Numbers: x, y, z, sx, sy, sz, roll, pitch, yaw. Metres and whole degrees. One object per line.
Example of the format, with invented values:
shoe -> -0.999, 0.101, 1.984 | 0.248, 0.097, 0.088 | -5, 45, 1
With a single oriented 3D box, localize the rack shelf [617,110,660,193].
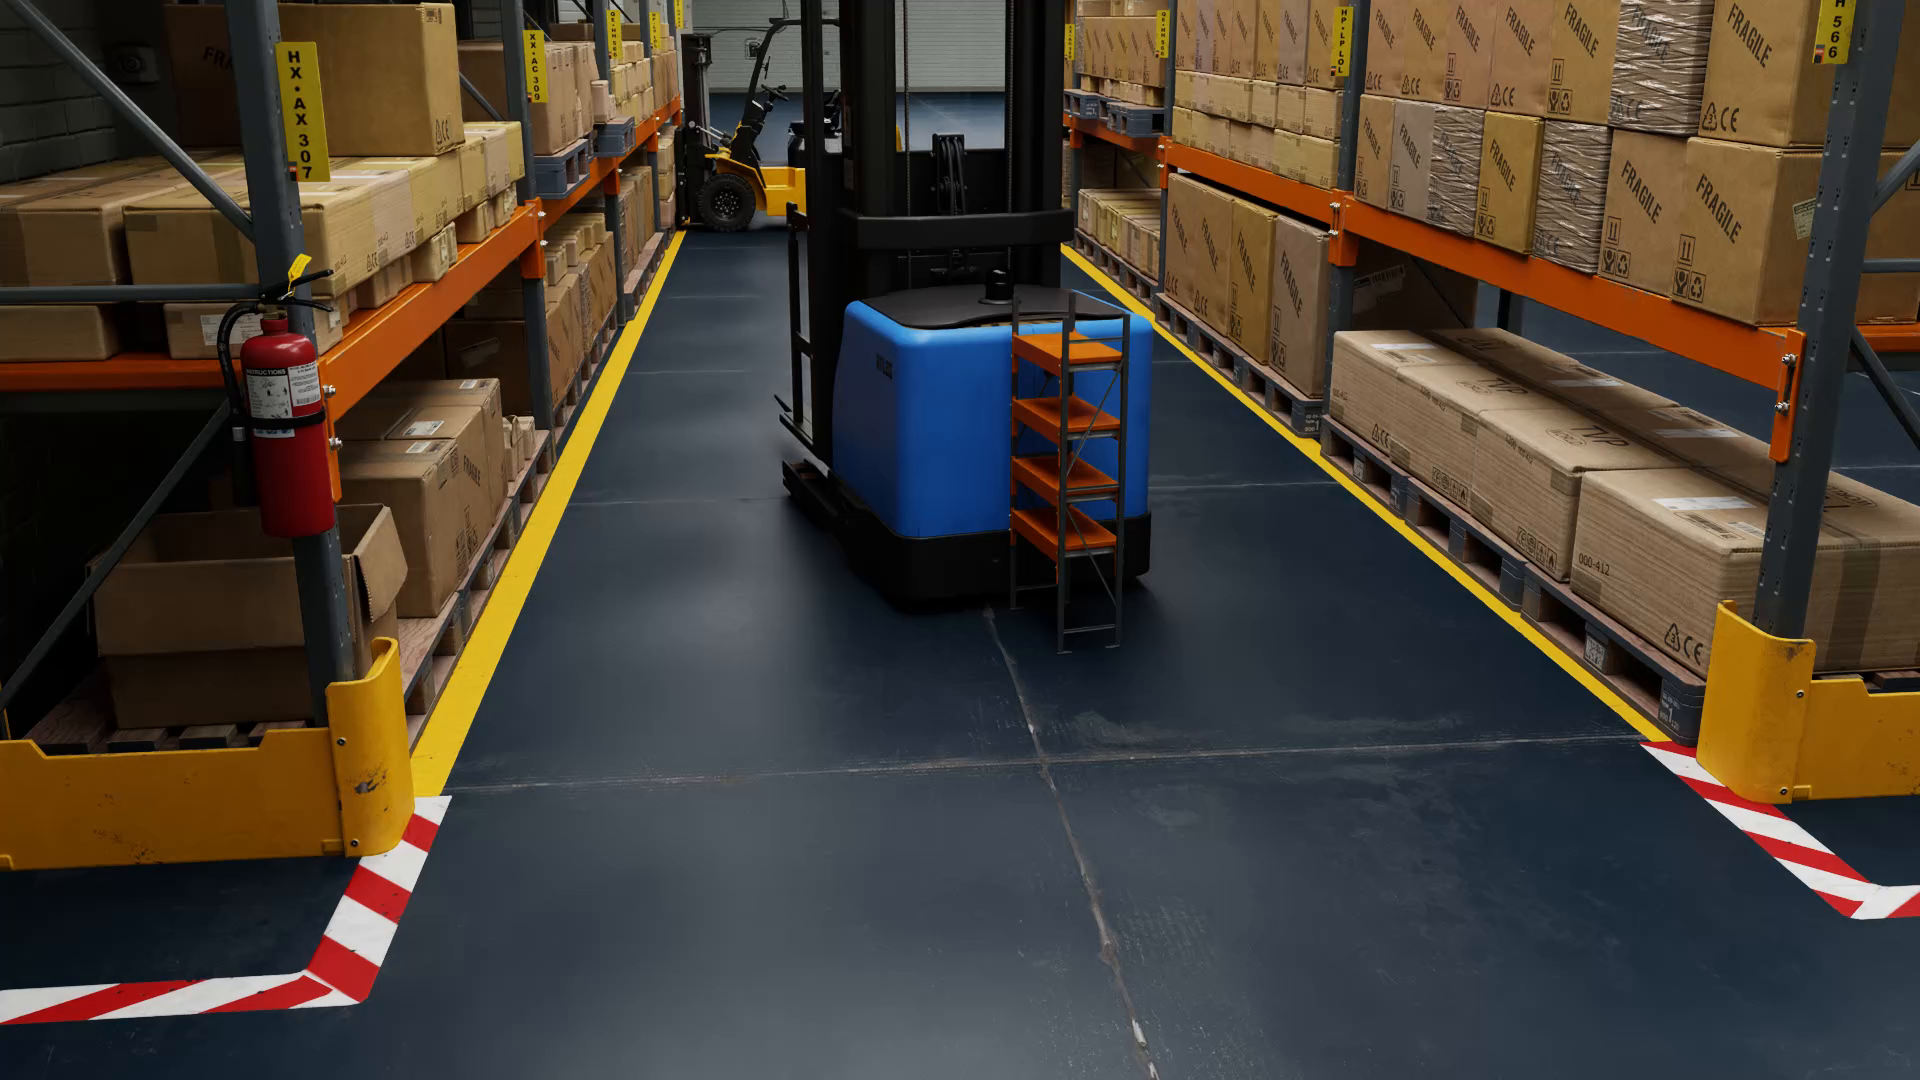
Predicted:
rack shelf -> -3.148, -3.230, 13.658 | 1.077, 0.370, 4.000 | -2, 18, -6

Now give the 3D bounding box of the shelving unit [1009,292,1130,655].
shelving unit -> 0.380, -0.247, 5.962 | 0.258, 1.200, 0.503 | -6, 18, -17

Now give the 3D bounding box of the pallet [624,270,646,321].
pallet -> -2.988, -1.893, 12.855 | 1.003, 0.211, 1.213 | -2, 18, -6

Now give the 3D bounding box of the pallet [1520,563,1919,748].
pallet -> 2.660, 0.347, 5.721 | 1.003, 0.211, 1.213 | -2, 18, -6

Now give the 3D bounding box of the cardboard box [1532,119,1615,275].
cardboard box -> 2.407, -1.234, 5.933 | 0.500, 0.500, 0.500 | -1, 17, -4

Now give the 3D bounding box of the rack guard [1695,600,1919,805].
rack guard -> 2.822, 0.452, 4.903 | 1.175, 0.500, 0.348 | -2, 18, -6

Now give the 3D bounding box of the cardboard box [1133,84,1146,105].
cardboard box -> 1.557, -3.454, 12.888 | 0.380, 0.149, 0.250 | -2, 18, -6

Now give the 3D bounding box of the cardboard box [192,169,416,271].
cardboard box -> -1.948, -0.958, 4.973 | 0.500, 0.250, 0.500 | -2, 17, -5

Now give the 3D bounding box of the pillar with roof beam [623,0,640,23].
pillar with roof beam -> -1.548, -11.696, 29.407 | 9.100, 9.000, 0.400 | -2, 18, -6

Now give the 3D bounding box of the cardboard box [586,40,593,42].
cardboard box -> -3.643, -4.614, 15.616 | 0.380, 0.149, 0.250 | -2, 18, -6

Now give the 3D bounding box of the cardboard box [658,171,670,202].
cardboard box -> -3.097, -3.449, 16.211 | 0.500, 0.250, 0.500 | -2, 18, -6

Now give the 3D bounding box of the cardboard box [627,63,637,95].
cardboard box -> -2.909, -3.741, 13.501 | 0.500, 0.250, 0.500 | -2, 17, -5

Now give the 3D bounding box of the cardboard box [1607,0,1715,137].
cardboard box -> 2.450, -1.564, 5.314 | 0.500, 0.500, 0.500 | -2, 18, -5

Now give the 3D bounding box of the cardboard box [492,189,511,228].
cardboard box -> -2.146, -1.425, 7.126 | 0.380, 0.149, 0.250 | -1, 17, -4

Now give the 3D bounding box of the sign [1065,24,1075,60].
sign -> 1.043, -4.717, 15.749 | 0.100, 0.325, 0.005 | -2, 18, -6

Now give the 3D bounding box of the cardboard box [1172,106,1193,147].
cardboard box -> 1.795, -2.906, 11.677 | 0.500, 0.250, 0.500 | -2, 18, -7

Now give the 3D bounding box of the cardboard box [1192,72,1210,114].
cardboard box -> 1.854, -2.986, 11.096 | 0.500, 0.250, 0.500 | -1, 17, -4

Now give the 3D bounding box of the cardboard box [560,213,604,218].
cardboard box -> -2.639, -2.155, 11.422 | 0.380, 0.149, 0.250 | -3, 18, -8

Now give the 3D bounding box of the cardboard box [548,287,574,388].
cardboard box -> -2.420, -1.102, 9.153 | 0.500, 0.500, 0.500 | -2, 18, -6

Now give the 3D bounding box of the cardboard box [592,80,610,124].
cardboard box -> -2.511, -2.801, 10.642 | 0.500, 0.250, 0.500 | -3, 18, -8

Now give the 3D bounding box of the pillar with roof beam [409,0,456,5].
pillar with roof beam -> 0.309, -6.333, 12.325 | 9.100, 9.000, 0.400 | -2, 18, -6

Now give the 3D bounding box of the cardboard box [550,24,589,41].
cardboard box -> -3.688, -4.754, 15.564 | 0.380, 0.149, 0.250 | -2, 18, -6

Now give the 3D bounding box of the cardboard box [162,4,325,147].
cardboard box -> -2.641, -1.762, 6.282 | 0.500, 0.500, 0.500 | -2, 18, -7

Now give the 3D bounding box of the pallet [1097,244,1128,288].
pallet -> 1.793, -2.397, 14.458 | 1.003, 0.211, 1.213 | -2, 18, -6

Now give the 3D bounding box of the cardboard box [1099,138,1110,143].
cardboard box -> 1.723, -3.913, 17.270 | 0.500, 0.500, 0.500 | -1, 17, -3

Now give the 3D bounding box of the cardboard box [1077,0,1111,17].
cardboard box -> 1.279, -4.872, 15.239 | 0.380, 0.149, 0.250 | -2, 18, -6

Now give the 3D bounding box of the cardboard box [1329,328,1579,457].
cardboard box -> 2.365, -0.727, 8.062 | 0.875, 0.438, 0.875 | -2, 18, -6

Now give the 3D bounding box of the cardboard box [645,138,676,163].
cardboard box -> -3.198, -3.989, 17.094 | 0.500, 0.250, 0.500 | -1, 17, -4

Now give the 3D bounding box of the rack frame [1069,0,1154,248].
rack frame -> 1.582, -4.323, 15.940 | 1.000, 3.000, 0.127 | -2, 18, -6

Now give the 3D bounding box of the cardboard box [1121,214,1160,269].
cardboard box -> 1.862, -2.466, 13.711 | 0.950, 0.372, 0.625 | -2, 18, -7

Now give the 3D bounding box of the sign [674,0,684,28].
sign -> -3.226, -6.039, 19.075 | 0.100, 0.325, 0.005 | -2, 18, -6

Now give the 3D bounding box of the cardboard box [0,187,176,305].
cardboard box -> -2.428, -0.793, 4.448 | 0.500, 0.250, 0.500 | -1, 17, -4

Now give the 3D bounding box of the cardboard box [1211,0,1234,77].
cardboard box -> 1.901, -3.200, 10.525 | 0.500, 0.500, 0.500 | -1, 17, -4

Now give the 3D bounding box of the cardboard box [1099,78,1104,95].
cardboard box -> 1.432, -3.995, 14.611 | 0.380, 0.149, 0.250 | -2, 17, -5

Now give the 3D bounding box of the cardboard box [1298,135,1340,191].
cardboard box -> 2.110, -1.994, 8.771 | 0.500, 0.250, 0.500 | -2, 18, -7

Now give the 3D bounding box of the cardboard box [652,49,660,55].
cardboard box -> -3.160, -4.859, 16.396 | 0.380, 0.149, 0.250 | -1, 17, -4

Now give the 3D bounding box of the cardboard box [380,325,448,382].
cardboard box -> -2.874, -0.930, 8.604 | 0.500, 0.500, 0.500 | -2, 18, -6

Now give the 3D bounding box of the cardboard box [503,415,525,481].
cardboard box -> -2.143, -0.418, 7.364 | 0.396, 0.266, 0.258 | -1, 17, -4

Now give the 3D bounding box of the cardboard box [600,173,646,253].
cardboard box -> -3.217, -2.850, 14.509 | 0.875, 0.625, 0.625 | -2, 18, -6

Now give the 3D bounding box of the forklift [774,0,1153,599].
forklift -> -0.198, -1.578, 7.309 | 1.130, 2.935, 3.031 | -6, 18, -17

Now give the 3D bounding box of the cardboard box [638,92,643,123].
cardboard box -> -2.964, -3.657, 14.067 | 0.500, 0.250, 0.500 | -2, 18, -5

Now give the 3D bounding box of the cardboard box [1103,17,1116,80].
cardboard box -> 1.499, -4.115, 13.912 | 0.500, 0.500, 0.500 | -2, 18, -8

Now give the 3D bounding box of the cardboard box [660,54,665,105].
cardboard box -> -3.264, -4.662, 16.853 | 0.500, 0.500, 0.500 | -2, 18, -6

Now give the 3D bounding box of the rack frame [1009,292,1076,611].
rack frame -> 0.304, -0.317, 6.183 | 0.240, 1.200, 0.015 | -6, 18, -17

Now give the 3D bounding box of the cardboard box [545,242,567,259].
cardboard box -> -2.556, -1.684, 9.923 | 0.380, 0.149, 0.250 | -2, 18, -5

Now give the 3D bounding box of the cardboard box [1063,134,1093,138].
cardboard box -> 1.146, -4.041, 17.678 | 0.500, 0.500, 0.500 | -1, 17, -3

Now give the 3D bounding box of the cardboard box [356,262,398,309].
cardboard box -> -1.977, -0.809, 5.165 | 0.380, 0.149, 0.250 | -1, 17, -4

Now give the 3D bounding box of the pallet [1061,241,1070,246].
pallet -> 1.478, -3.192, 16.991 | 1.003, 0.211, 1.213 | -2, 18, -6
